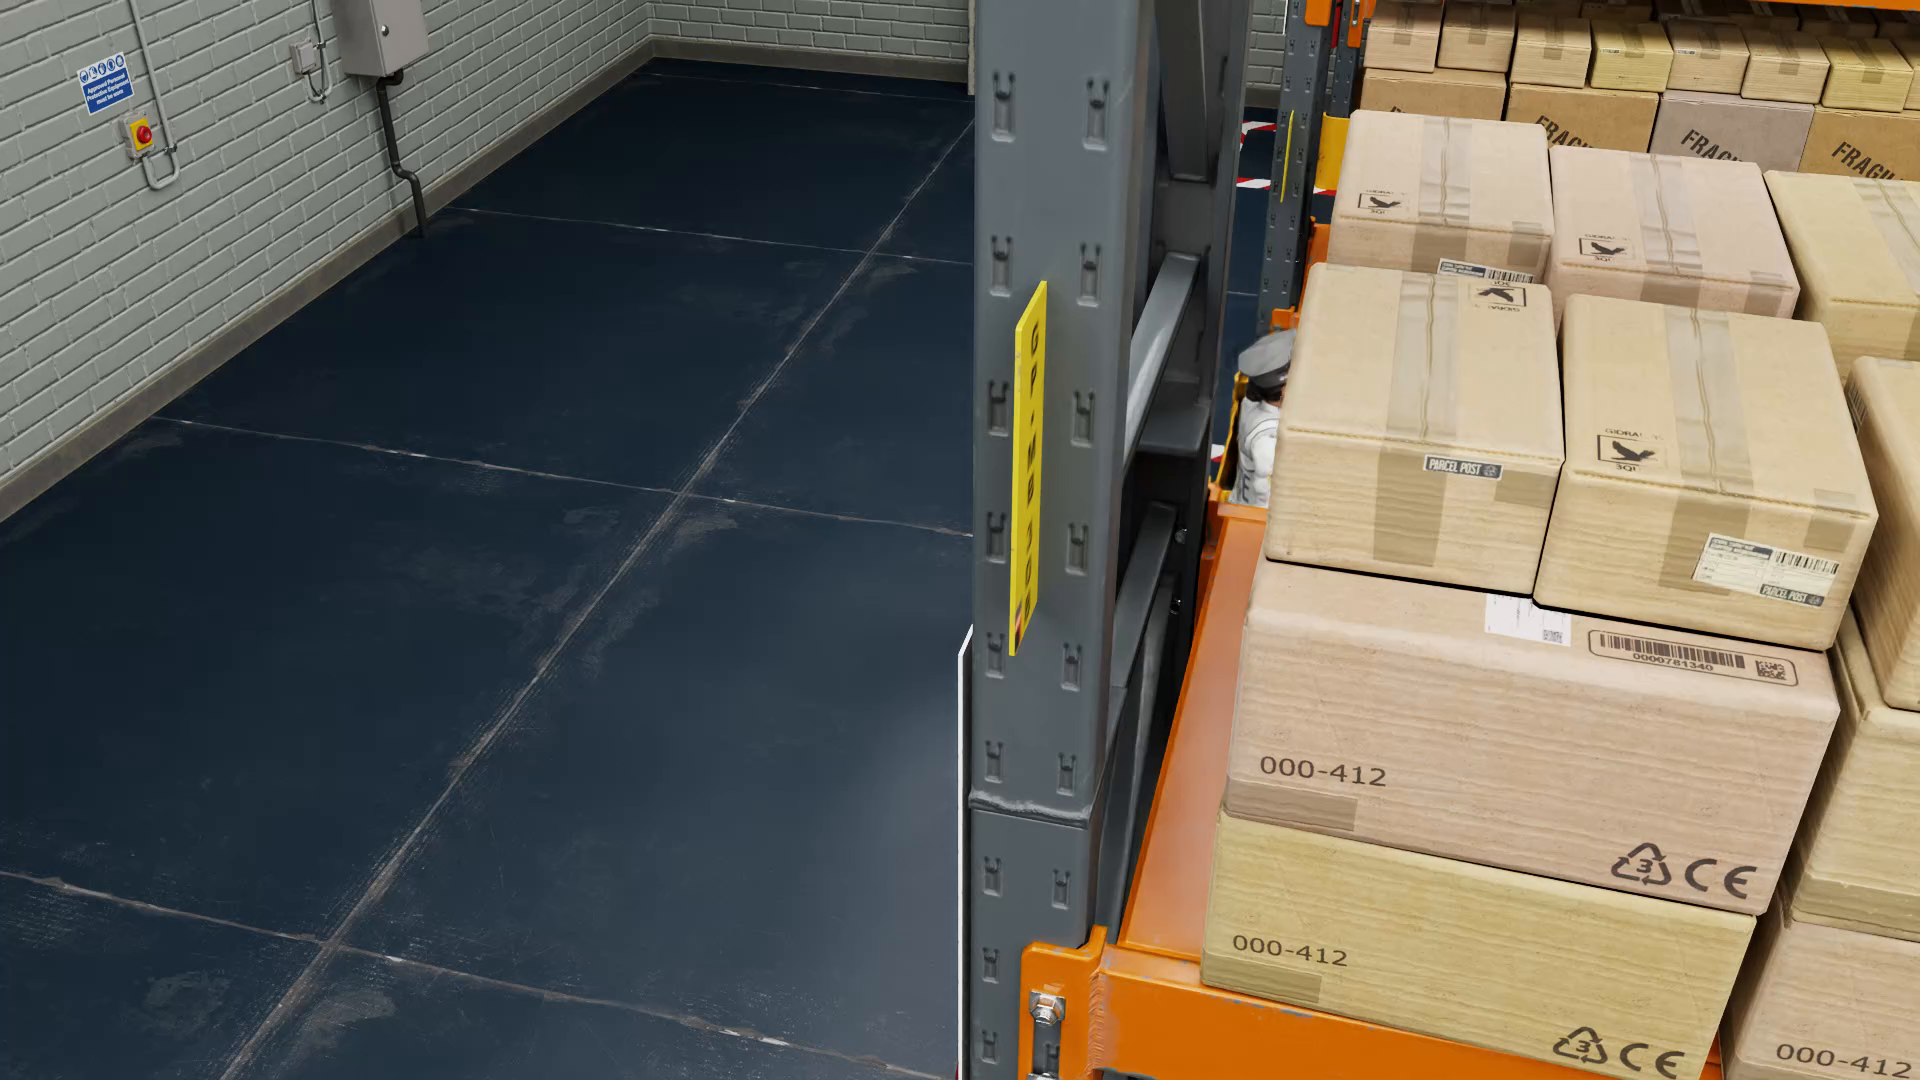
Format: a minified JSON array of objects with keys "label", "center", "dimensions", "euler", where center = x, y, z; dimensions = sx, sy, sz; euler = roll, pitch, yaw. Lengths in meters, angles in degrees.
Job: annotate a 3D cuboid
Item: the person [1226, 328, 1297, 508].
[{"label":"person","center":[1.157,0.014,6.100],"dimensions":[0.408,1.690,0.563],"euler":[1,33,1]}]
